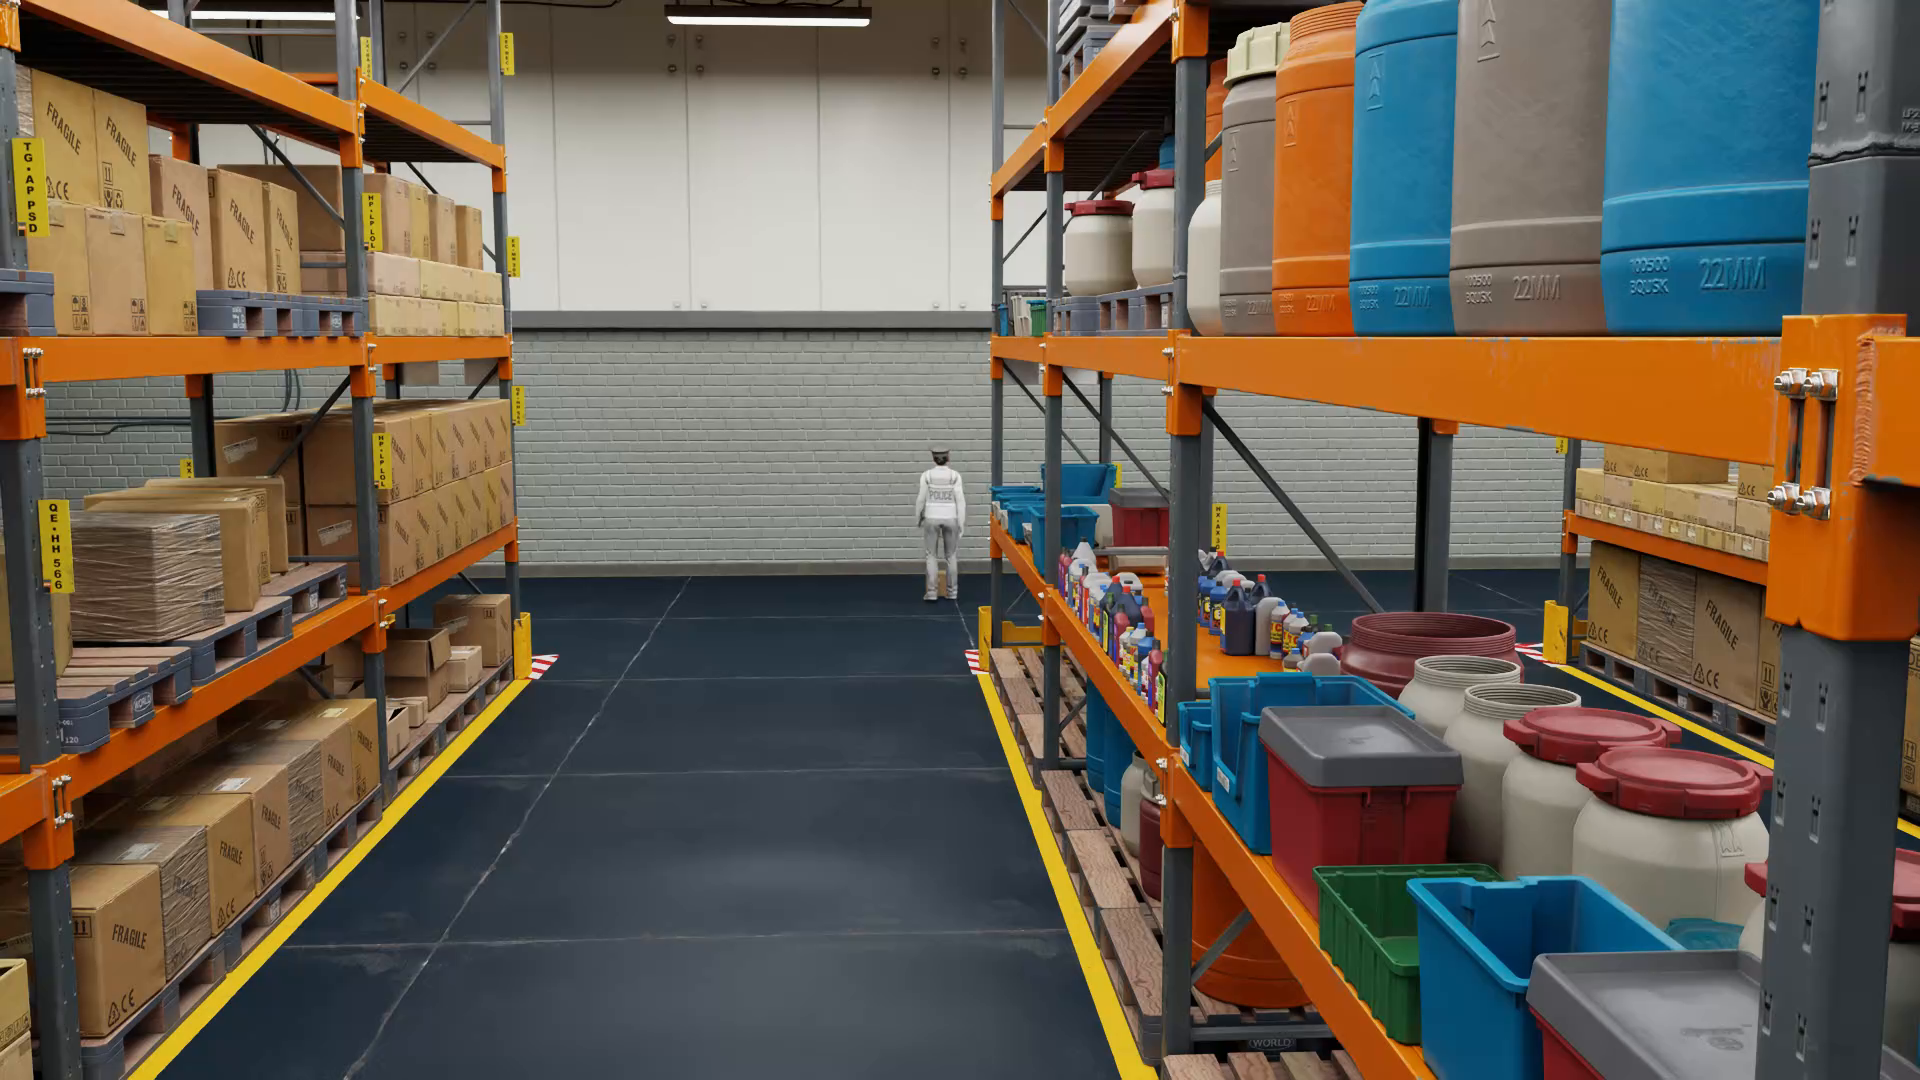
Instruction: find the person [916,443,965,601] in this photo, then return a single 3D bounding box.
[{"bbox_3d":[-0.210,-0.190,17.667,0.520,1.691,0.457,0,7,-4],"label":"person"}]
